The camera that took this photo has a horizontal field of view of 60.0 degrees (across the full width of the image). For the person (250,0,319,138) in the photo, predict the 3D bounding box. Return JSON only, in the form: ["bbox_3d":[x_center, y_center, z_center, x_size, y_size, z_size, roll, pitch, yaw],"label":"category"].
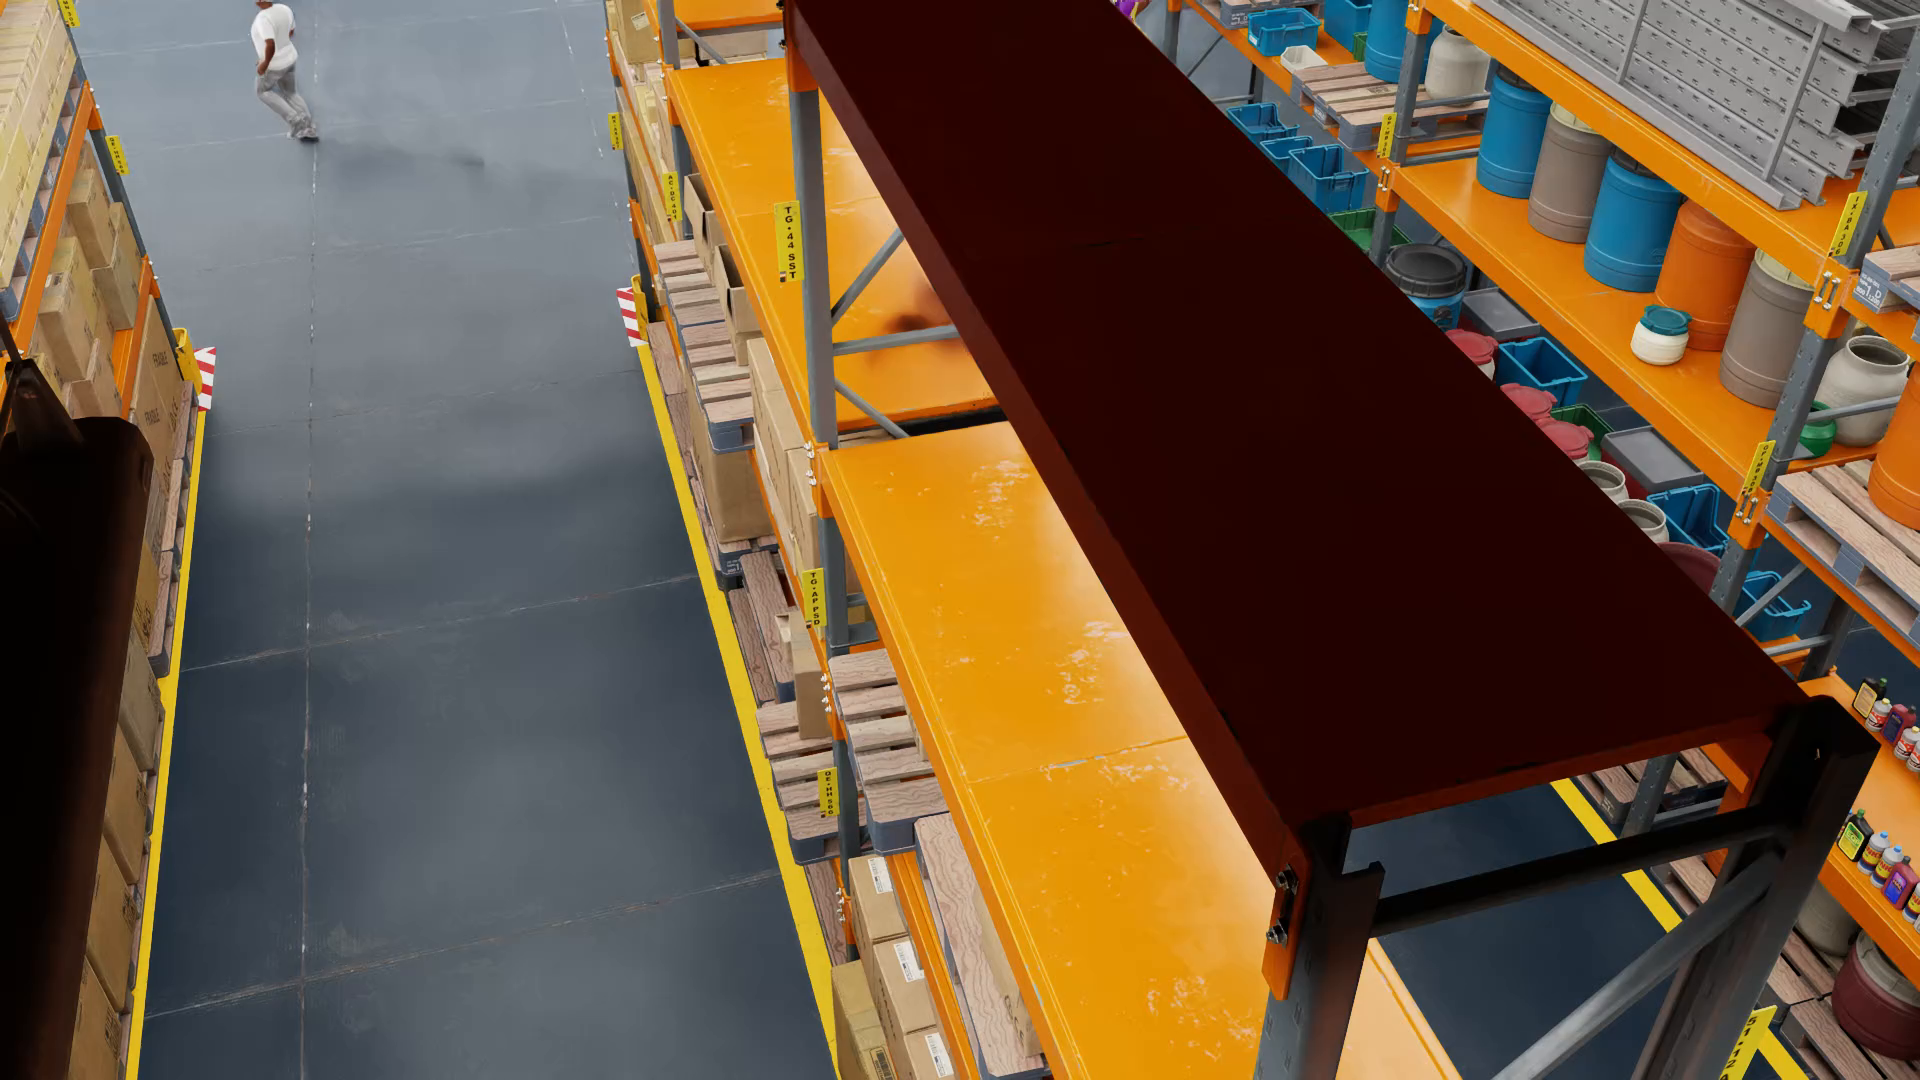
[{"bbox_3d":[-7.394,-5.167,17.936,0.623,1.725,0.685,12,40,15],"label":"person"}]

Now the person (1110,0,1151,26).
[{"bbox_3d":[1.787,-5.519,18.342,0.893,1.799,0.684,3,38,4],"label":"person"}]
